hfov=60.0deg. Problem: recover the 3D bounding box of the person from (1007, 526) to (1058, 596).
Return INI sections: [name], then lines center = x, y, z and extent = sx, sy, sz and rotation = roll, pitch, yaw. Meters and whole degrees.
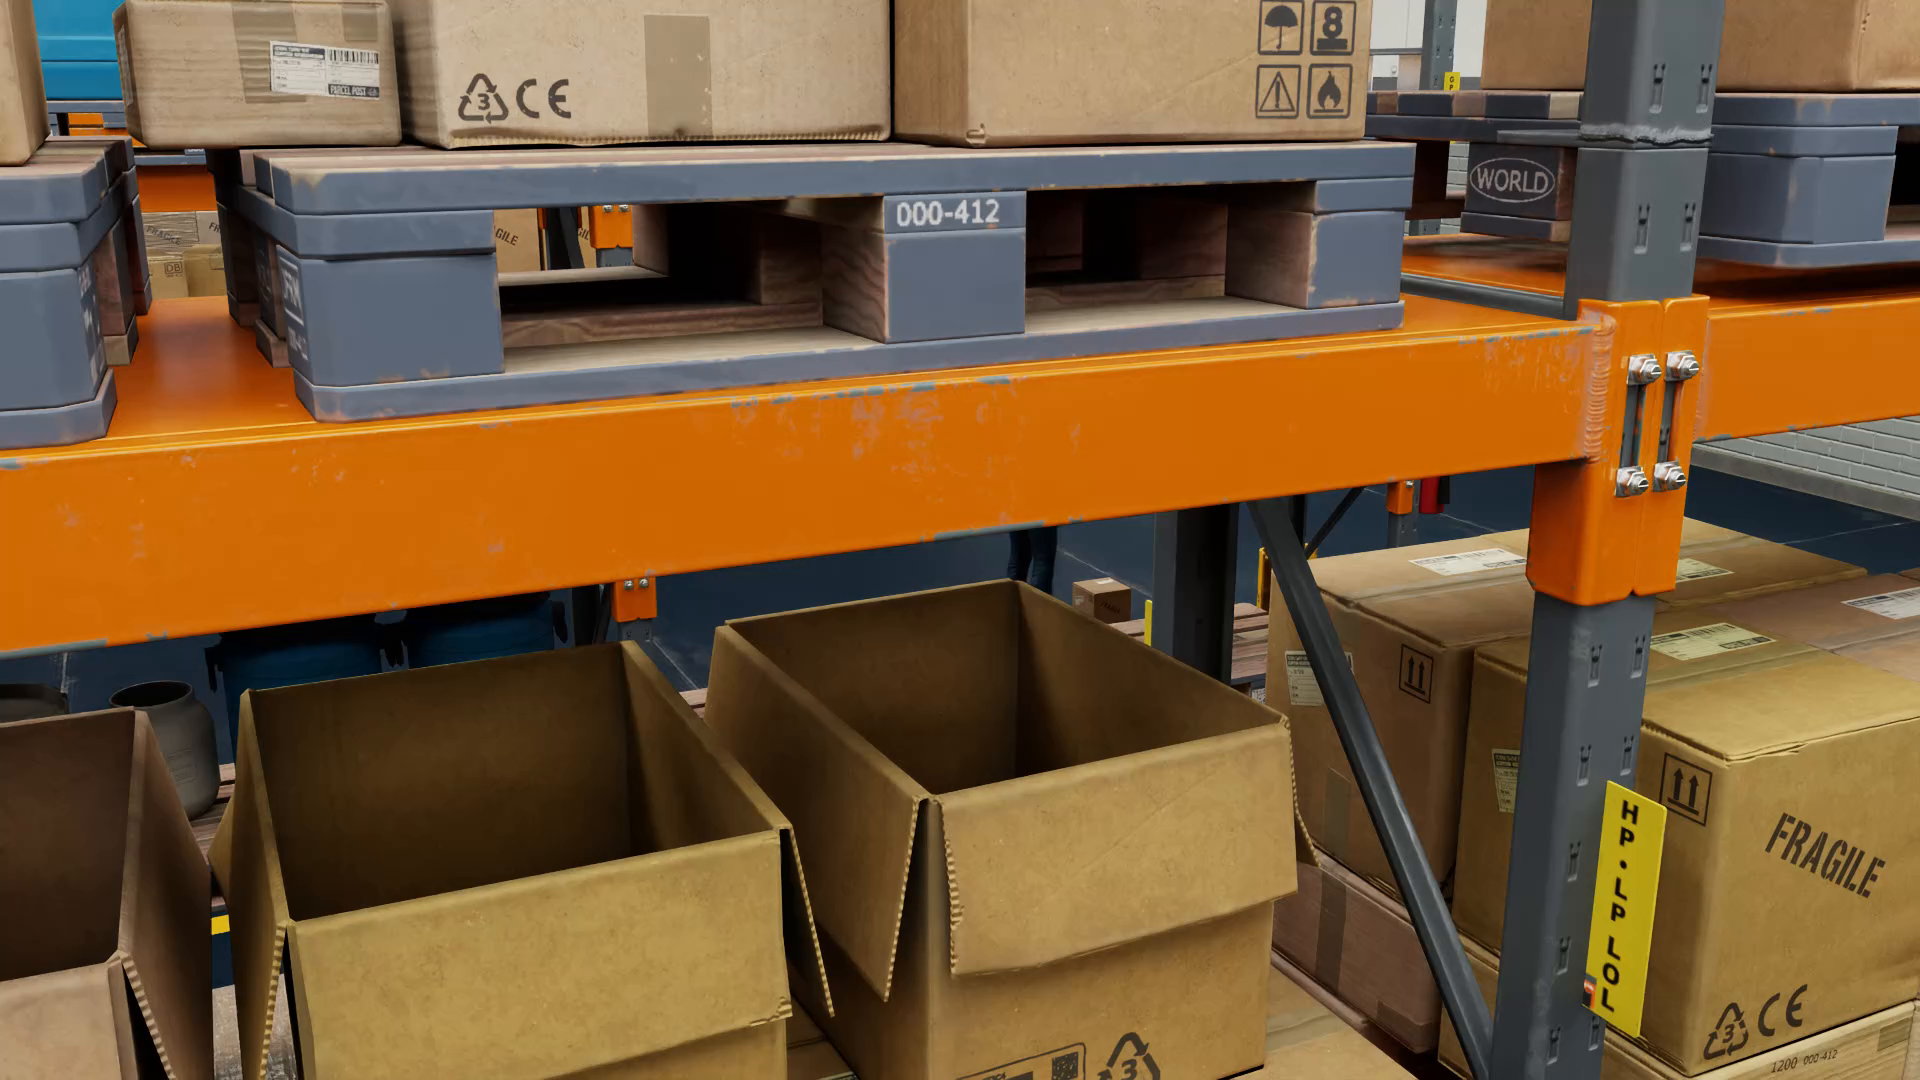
[person]
center = 0.412, -0.203, 9.284
extent = 0.336, 1.625, 0.474
rotation = -10, 18, -32
